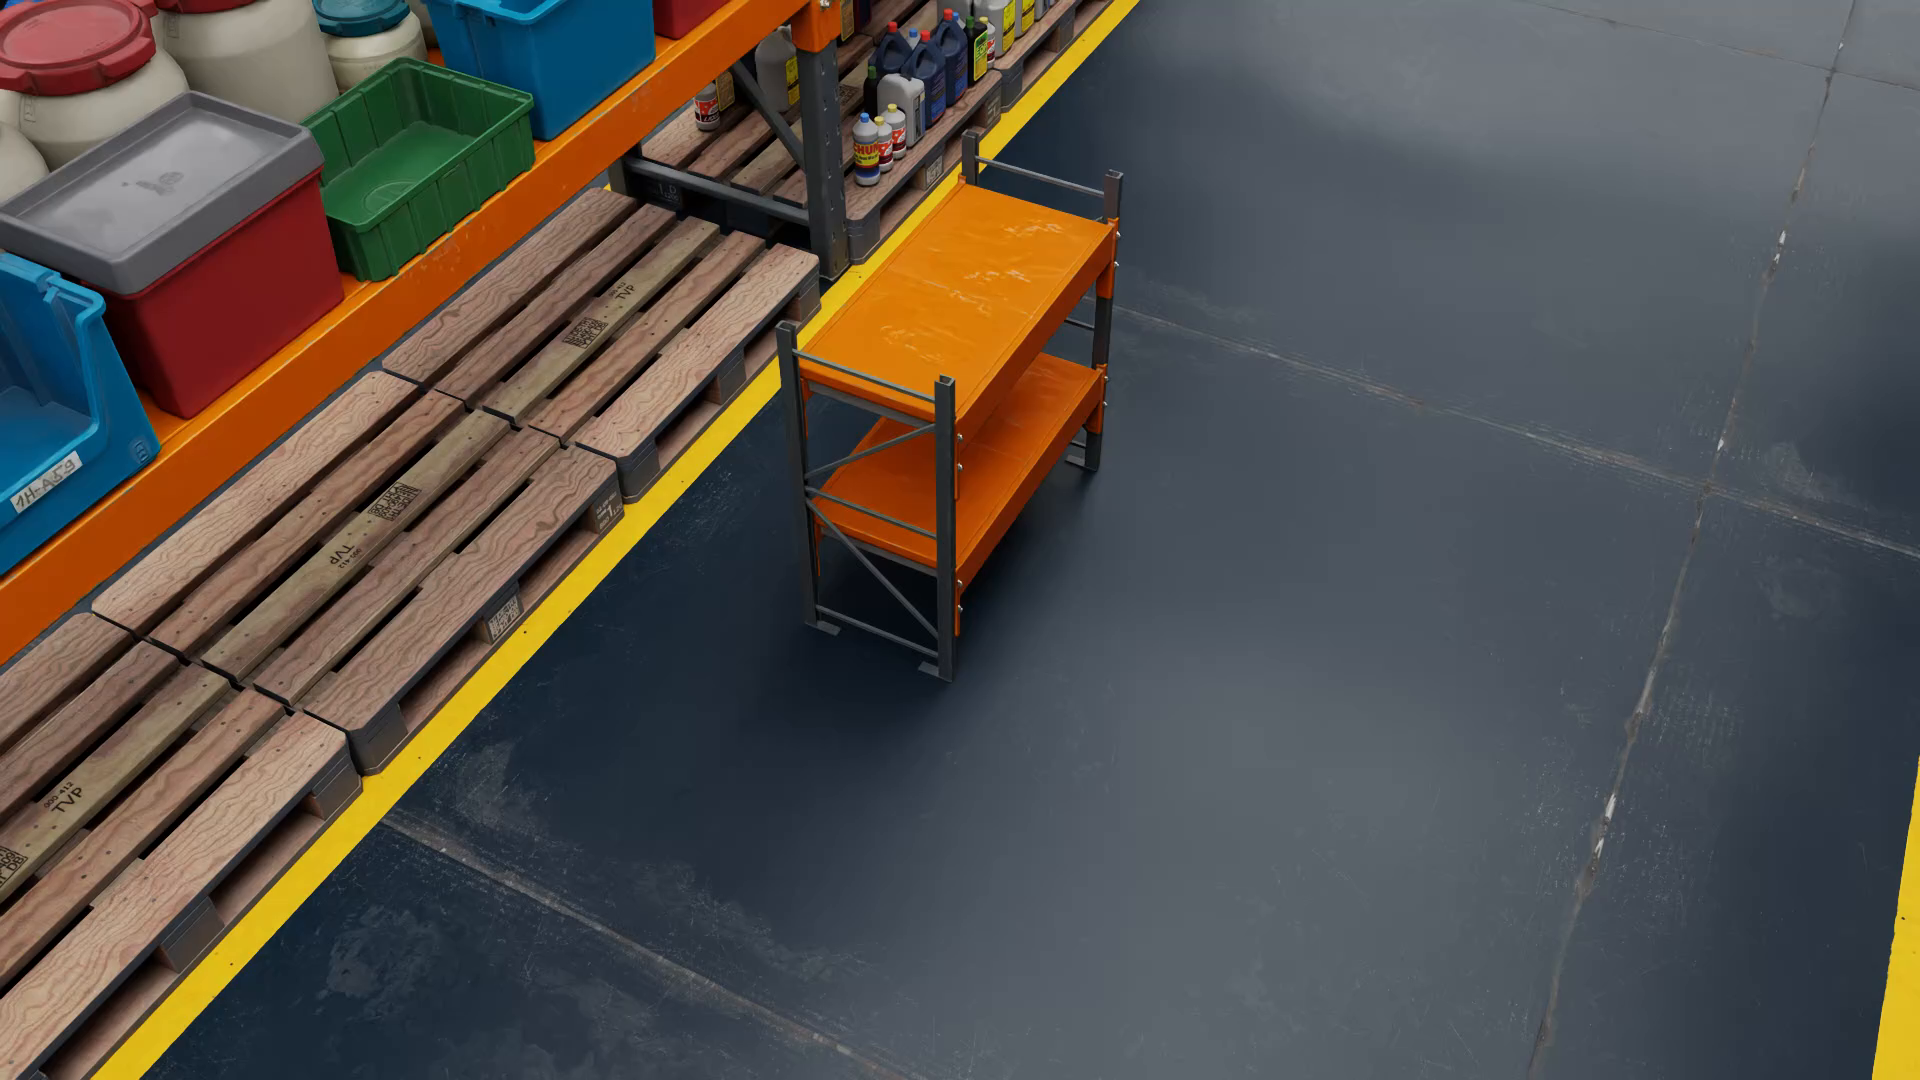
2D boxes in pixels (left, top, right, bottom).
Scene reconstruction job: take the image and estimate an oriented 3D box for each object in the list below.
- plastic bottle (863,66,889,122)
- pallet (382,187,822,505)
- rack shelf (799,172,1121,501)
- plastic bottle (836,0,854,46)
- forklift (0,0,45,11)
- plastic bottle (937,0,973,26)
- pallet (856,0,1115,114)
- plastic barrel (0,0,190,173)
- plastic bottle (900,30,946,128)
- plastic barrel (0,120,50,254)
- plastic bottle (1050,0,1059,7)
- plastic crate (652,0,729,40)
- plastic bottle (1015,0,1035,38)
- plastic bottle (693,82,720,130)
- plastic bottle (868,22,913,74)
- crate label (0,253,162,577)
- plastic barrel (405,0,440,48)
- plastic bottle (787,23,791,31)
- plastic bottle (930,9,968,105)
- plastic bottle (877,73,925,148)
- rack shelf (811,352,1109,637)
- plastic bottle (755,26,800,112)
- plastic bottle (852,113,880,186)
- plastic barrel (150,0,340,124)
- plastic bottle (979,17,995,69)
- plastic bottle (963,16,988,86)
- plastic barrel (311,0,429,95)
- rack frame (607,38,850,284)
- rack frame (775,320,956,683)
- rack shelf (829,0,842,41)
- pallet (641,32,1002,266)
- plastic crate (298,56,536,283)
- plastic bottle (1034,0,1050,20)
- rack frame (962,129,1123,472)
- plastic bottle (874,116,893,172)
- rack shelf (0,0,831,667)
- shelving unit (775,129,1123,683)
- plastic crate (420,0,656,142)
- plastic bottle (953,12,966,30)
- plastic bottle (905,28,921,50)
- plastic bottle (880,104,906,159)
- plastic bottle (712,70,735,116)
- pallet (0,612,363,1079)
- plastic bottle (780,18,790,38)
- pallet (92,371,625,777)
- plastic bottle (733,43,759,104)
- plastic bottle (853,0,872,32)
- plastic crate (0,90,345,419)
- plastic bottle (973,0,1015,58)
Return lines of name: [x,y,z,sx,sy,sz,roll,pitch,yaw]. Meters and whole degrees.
plastic bottle: [-0.319,-1.715,6.437,0.061,0.283,0.133,20,49,19]
pallet: [-1.216,-0.724,5.817,1.003,0.211,1.213,20,49,19]
rack shelf: [-0.003,-0.597,4.638,0.538,0.278,1.000,20,49,19]
plastic bottle: [-0.501,-2.219,6.935,0.061,0.283,0.133,20,49,19]
forklift: [-3.980,-2.804,5.961,3.031,2.935,1.130,5,46,4]
plastic bottle: [-0.002,-2.200,6.921,0.152,0.276,0.135,20,49,19]
pallet: [0.028,-2.412,7.486,1.003,0.211,1.213,20,49,19]
plastic barrel: [-2.066,-0.994,4.028,0.433,0.535,0.433,0,45,0]
plastic bottle: [-0.144,-1.807,6.480,0.144,0.351,0.185,22,49,20]
plastic barrel: [-2.259,-0.715,3.769,0.421,0.512,0.421,0,45,0]
plastic bottle: [0.365,-2.477,7.195,0.152,0.276,0.135,21,49,19]
plastic crate: [-0.840,-1.828,4.903,0.402,0.464,0.583,20,49,19]
plastic bottle: [0.227,-2.311,6.978,0.144,0.351,0.185,22,49,21]
plastic bottle: [-0.994,-1.714,6.493,0.097,0.201,0.097,0,45,0]
plastic bottle: [-0.272,-1.854,6.527,0.144,0.351,0.185,20,49,19]
crate label: [-2.042,-0.241,3.354,0.502,0.435,0.616,20,49,19]
plastic barrel: [-1.525,-1.729,4.754,0.433,0.535,0.433,0,45,0]
plastic bottle: [-0.611,-1.998,6.721,0.152,0.276,0.135,20,49,19]
plastic bottle: [-0.056,-1.926,6.597,0.144,0.351,0.185,19,48,17]
plastic bottle: [-0.224,-1.678,6.405,0.152,0.276,0.135,22,49,20]
rack shelf: [-0.003,-0.219,5.020,0.538,0.278,1.000,20,49,19]
plastic bottle: [-0.715,-1.889,6.561,0.144,0.351,0.185,20,49,19]
plastic bottle: [-0.350,-1.463,6.196,0.097,0.271,0.097,0,45,0]
plastic barrel: [-1.865,-1.267,4.298,0.433,0.535,0.433,0,45,0]
plastic bottle: [0.096,-2.044,6.819,0.097,0.201,0.097,0,45,0]
plastic bottle: [0.057,-1.992,6.710,0.061,0.283,0.133,23,50,21]
plastic barrel: [-1.636,-1.380,4.602,0.301,0.262,0.301,0,45,0]
rack frame: [-0.886,-2.212,5.327,1.000,3.000,0.127,20,49,19]
rack frame: [-0.239,-0.071,4.529,0.500,1.125,0.032,20,49,19]
rack shelf: [0.042,-3.219,6.828,1.077,0.370,4.000,20,49,19]
pallet: [-0.537,-1.641,6.723,1.003,0.211,1.213,20,49,19]
plastic crate: [-1.445,-0.947,4.226,0.450,0.188,0.662,20,49,19]
plastic bottle: [0.301,-2.390,7.109,0.152,0.276,0.135,19,48,18]
rack frame: [0.233,-0.711,5.162,0.500,1.125,0.032,20,49,19]
plastic bottle: [-0.303,-1.503,6.284,0.097,0.201,0.097,0,45,0]
rack shelf: [-1.815,-0.699,4.338,1.077,0.370,4.000,20,49,19]
shelving unit: [-0.003,-0.391,4.846,0.538,1.125,1.048,20,49,19]
plastic crate: [-1.123,-1.408,4.544,0.392,0.384,0.575,20,49,19]
plastic bottle: [-0.021,-2.003,6.729,0.097,0.271,0.097,0,45,0]
plastic bottle: [-0.184,-1.910,6.638,0.097,0.271,0.097,0,45,0]
plastic bottle: [-0.256,-1.567,6.348,0.097,0.201,0.097,0,45,0]
plastic bottle: [-0.955,-1.824,6.544,0.061,0.283,0.133,23,50,21]
pallet: [-2.349,0.813,4.298,1.003,0.211,1.213,20,49,19]
plastic bottle: [-0.753,-2.057,6.727,0.144,0.351,0.185,18,48,17]
pallet: [-1.782,0.047,5.055,1.003,0.211,1.213,20,49,19]
plastic bottle: [-0.842,-1.936,6.608,0.144,0.351,0.185,19,48,18]
plastic bottle: [-0.430,-2.303,7.018,0.061,0.283,0.133,20,49,19]
plastic crate: [-1.722,-0.631,3.720,0.402,0.464,0.583,20,49,19]
plastic bottle: [0.141,-2.193,6.862,0.144,0.351,0.185,20,49,19]
